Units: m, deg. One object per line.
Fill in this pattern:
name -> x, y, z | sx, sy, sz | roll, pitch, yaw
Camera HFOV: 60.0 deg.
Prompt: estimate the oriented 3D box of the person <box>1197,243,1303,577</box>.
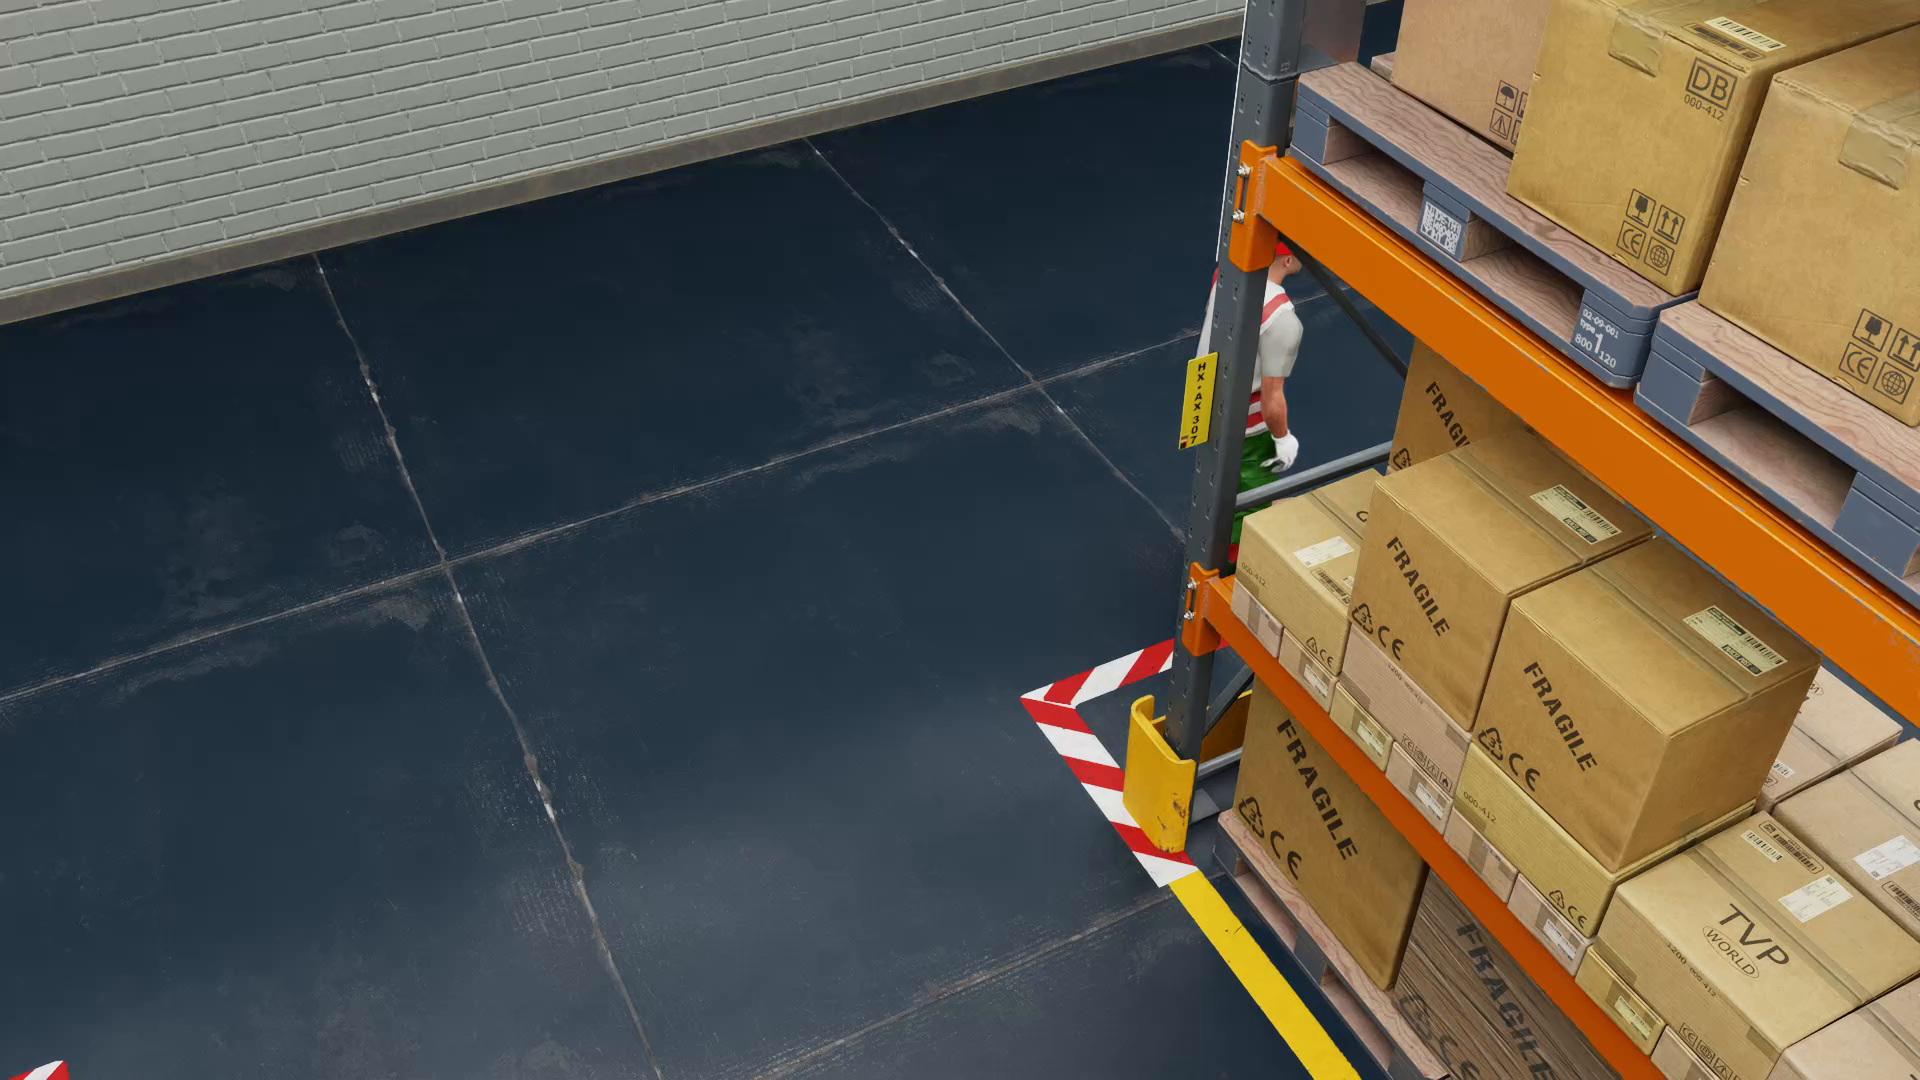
person -> 1.172, -0.535, 6.764 | 0.445, 1.781, 0.621 | -13, 42, -14
